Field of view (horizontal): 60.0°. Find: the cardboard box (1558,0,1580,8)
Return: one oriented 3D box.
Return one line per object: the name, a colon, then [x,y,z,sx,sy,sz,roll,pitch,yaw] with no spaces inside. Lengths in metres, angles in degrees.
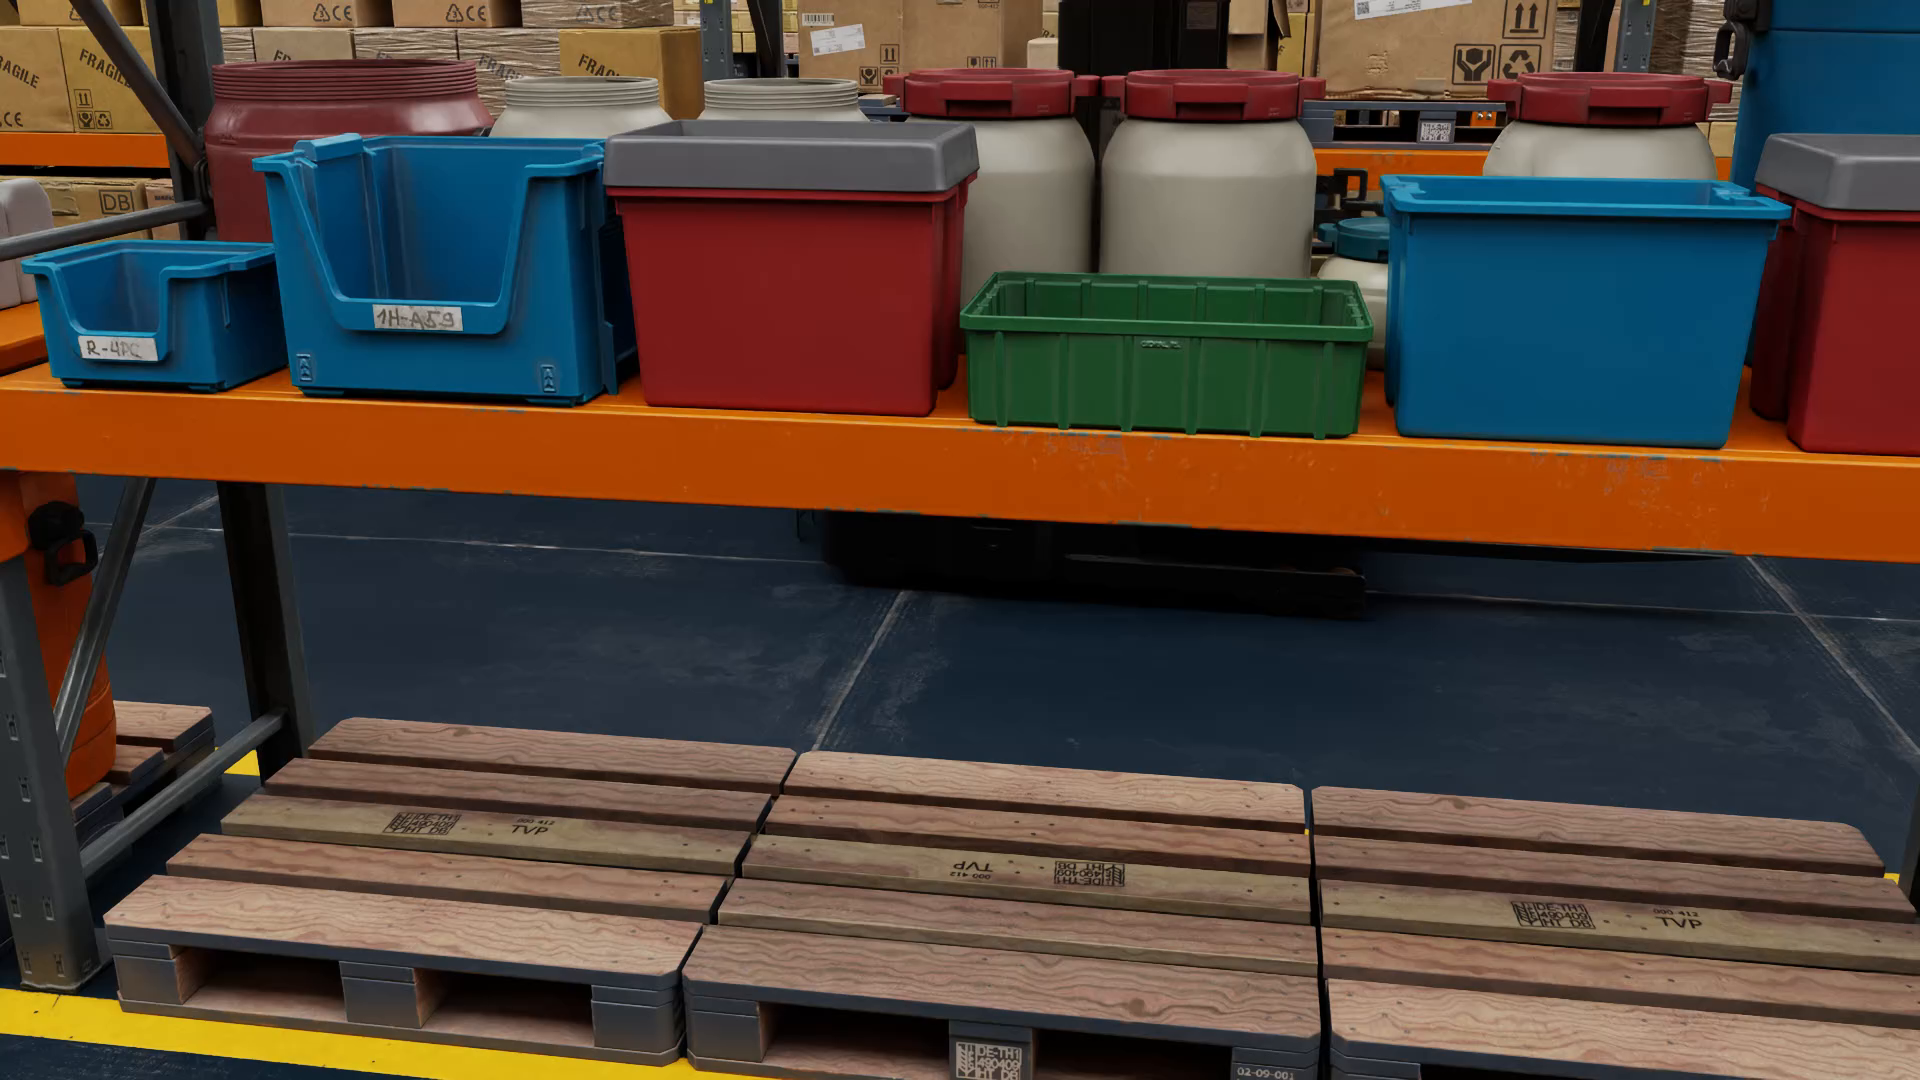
cardboard box: [4.154,-4.086,11.850,0.550,0.550,0.875,3,19,9]

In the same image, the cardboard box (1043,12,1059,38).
cardboard box: [0.749,-3.649,12.325,0.500,0.500,0.500,3,19,8]

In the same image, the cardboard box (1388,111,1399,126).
cardboard box: [4.228,-3.703,15.389,0.500,0.500,0.500,3,19,9]

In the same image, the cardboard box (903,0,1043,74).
cardboard box: [0.066,-2.420,7.989,0.500,0.500,0.700,6,19,17]

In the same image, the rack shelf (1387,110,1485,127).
rack shelf: [1.821,-3.292,12.548,4.000,0.370,1.077,3,19,9]

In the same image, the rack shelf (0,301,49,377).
rack shelf: [-3.801,-0.393,3.883,4.000,0.370,1.077,3,19,9]

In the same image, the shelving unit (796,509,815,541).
shelving unit: [-0.503,-0.598,6.198,0.189,1.200,0.258,3,19,10]

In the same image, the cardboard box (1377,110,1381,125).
cardboard box: [5.776,-5.578,21.917,0.500,0.250,0.500,3,19,9]

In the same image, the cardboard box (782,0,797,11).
cardboard box: [-1.217,-4.003,12.337,0.250,0.149,0.380,4,19,10]

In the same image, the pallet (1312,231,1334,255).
pallet: [3.022,-2.225,12.621,1.213,0.211,1.003,3,19,9]

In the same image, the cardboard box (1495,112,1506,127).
cardboard box: [4.405,-2.670,12.244,0.875,0.875,0.875,3,19,9]

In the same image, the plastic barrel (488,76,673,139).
plastic barrel: [-0.776,-0.701,3.496,0.421,0.512,0.421,0,18,0]

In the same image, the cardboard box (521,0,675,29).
cardboard box: [-1.760,-2.750,8.056,0.637,0.503,0.797,4,19,11]

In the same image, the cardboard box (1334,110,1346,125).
cardboard box: [4.748,-5.739,21.810,0.625,0.625,0.875,4,19,11]

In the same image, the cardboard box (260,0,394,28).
cardboard box: [-3.066,-2.815,8.251,0.637,0.503,0.797,4,19,10]

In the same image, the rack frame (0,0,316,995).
rack frame: [-1.826,-0.633,3.468,0.127,3.000,1.000,3,19,9]

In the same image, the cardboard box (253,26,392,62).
cardboard box: [-3.074,-2.258,8.165,0.500,0.500,0.500,3,19,10]

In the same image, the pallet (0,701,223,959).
pallet: [-2.611,0.662,3.990,1.213,0.211,1.003,3,19,9]

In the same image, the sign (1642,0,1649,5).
sign: [2.825,-2.359,6.800,0.005,0.325,0.100,3,19,9]

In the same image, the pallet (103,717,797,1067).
pallet: [-1.067,0.740,3.758,1.213,0.211,1.003,3,19,9]

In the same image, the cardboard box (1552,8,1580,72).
cardboard box: [4.162,-3.589,12.065,0.550,0.550,0.875,3,19,9]

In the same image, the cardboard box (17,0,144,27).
cardboard box: [-4.358,-2.880,8.444,0.637,0.503,0.797,2,19,7]

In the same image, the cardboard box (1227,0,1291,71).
cardboard box: [1.183,-2.290,7.596,0.637,0.503,0.797,5,19,14]

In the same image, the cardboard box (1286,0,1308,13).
cardboard box: [2.297,-4.128,12.180,0.500,0.500,0.700,3,19,9]

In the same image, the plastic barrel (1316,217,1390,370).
plastic barrel: [0.841,-0.481,3.231,0.301,0.262,0.301,0,18,0]

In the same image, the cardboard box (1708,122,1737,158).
cardboard box: [3.318,-1.743,7.180,0.250,0.149,0.380,3,19,9]

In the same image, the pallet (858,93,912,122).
pallet: [-0.320,-2.092,8.129,1.003,0.211,1.213,3,19,9]

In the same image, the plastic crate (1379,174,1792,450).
plastic crate: [0.985,-0.382,2.744,0.575,0.384,0.392,3,19,9]

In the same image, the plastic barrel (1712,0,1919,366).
plastic barrel: [1.790,-0.784,3.129,0.708,0.901,0.600,3,19,9]

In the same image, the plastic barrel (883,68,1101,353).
plastic barrel: [0.062,-0.672,3.370,0.433,0.535,0.433,0,18,0]

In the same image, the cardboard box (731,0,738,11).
cardboard box: [-1.718,-4.030,12.416,0.250,0.149,0.380,3,19,9]

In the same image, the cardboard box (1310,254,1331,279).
cardboard box: [1.838,-1.074,8.033,0.500,0.500,0.700,3,19,8]

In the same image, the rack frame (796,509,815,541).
rack frame: [-0.593,-0.603,6.214,0.006,1.200,0.240,3,19,10]

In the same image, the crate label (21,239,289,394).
crate label: [-1.469,-0.415,3.081,0.416,0.233,0.303,3,19,9]

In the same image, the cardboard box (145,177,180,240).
cardboard box: [-3.472,-1.507,8.767,0.875,0.875,1.225,2,19,7]

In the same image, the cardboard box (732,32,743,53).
cardboard box: [-1.724,-3.747,12.509,0.250,0.149,0.380,2,19,6]

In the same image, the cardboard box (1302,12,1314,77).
cardboard box: [2.739,-3.548,12.022,0.500,0.500,0.500,3,19,8]

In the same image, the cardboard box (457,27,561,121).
cardboard box: [-2.058,-2.207,8.013,0.500,0.500,0.500,3,19,8]

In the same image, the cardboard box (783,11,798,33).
cardboard box: [-1.238,-3.862,12.385,0.250,0.149,0.380,3,19,10]

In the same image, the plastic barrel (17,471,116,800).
plastic barrel: [-2.312,0.177,3.804,0.708,0.830,0.600,3,19,9]

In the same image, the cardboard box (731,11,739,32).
cardboard box: [-1.730,-3.888,12.462,0.250,0.149,0.380,3,19,8]

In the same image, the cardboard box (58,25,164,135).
cardboard box: [-4.079,-2.307,8.314,0.500,0.500,0.500,3,19,9]

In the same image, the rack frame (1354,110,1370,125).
rack frame: [5.265,-6.644,21.431,0.127,3.000,1.000,3,19,9]

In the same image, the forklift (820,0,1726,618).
forklift: [1.075,-1.313,5.607,3.031,2.935,1.130,3,19,10]

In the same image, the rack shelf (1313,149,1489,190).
rack shelf: [0.934,-1.743,7.919,4.000,0.370,1.077,3,19,9]

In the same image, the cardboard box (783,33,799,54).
cardboard box: [-1.213,-3.720,12.429,0.250,0.149,0.380,3,19,10]

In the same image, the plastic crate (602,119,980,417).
plastic crate: [-0.279,-0.486,2.929,0.583,0.464,0.402,3,19,9]

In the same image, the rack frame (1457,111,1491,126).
rack frame: [3.796,-3.532,12.133,0.127,3.000,1.000,3,19,9]

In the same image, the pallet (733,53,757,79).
pallet: [-2.115,-3.730,13.025,1.213,0.211,1.003,3,19,9]

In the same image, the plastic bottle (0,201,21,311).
plastic bottle: [-2.226,-0.650,3.713,0.135,0.276,0.152,3,19,9]

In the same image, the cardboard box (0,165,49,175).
cardboard box: [-5.629,-1.636,9.152,0.875,0.875,0.875,3,19,9]

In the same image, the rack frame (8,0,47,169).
rack frame: [-4.990,-2.386,8.708,0.127,3.000,1.000,3,19,9]
